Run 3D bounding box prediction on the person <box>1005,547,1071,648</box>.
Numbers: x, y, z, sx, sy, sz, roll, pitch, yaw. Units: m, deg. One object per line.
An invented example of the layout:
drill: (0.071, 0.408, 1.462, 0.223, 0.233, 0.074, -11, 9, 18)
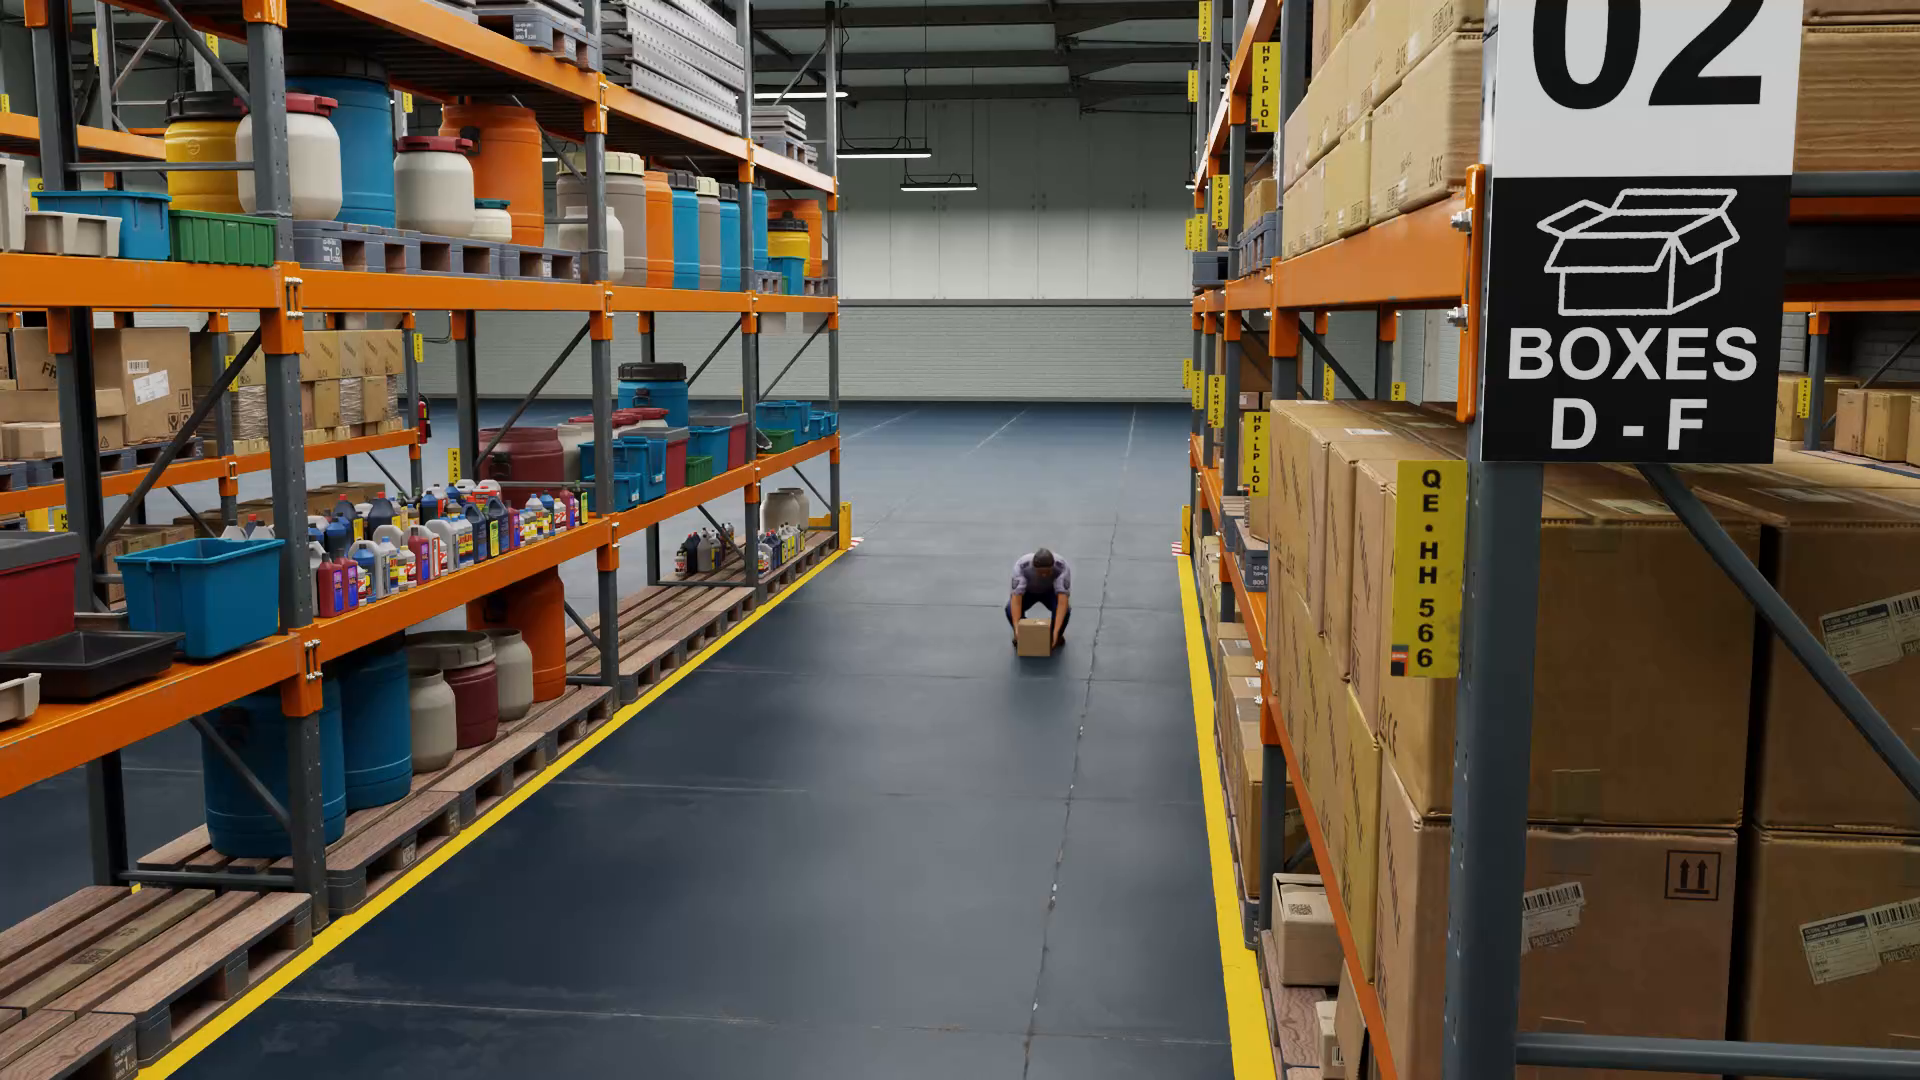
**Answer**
person: (0.629, 0.433, 13.243, 0.527, 0.831, 0.831, 1, 8, 6)
